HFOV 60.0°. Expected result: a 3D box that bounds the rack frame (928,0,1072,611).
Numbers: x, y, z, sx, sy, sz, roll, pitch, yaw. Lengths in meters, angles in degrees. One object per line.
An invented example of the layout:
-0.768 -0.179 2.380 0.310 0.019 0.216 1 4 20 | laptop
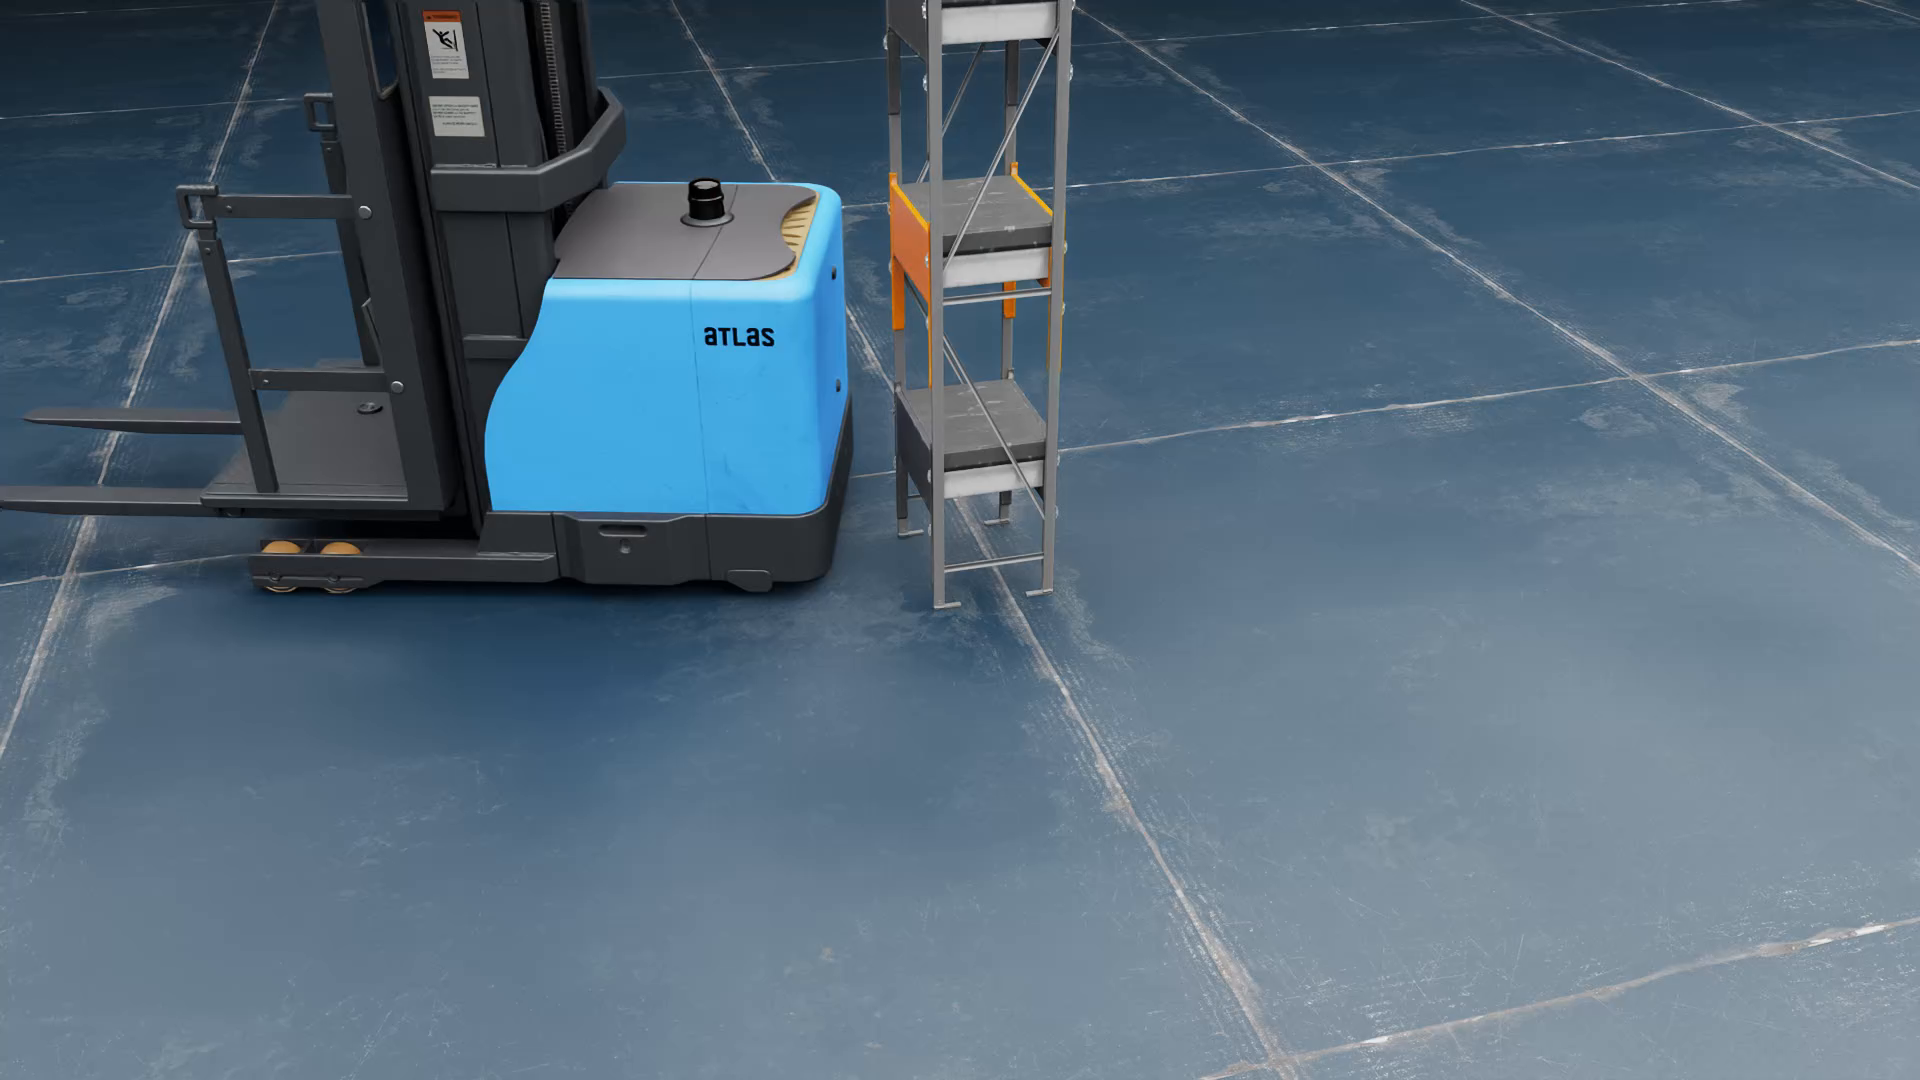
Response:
0.109 -0.711 4.882 0.400 2.100 0.015 -8 31 -13 | rack frame

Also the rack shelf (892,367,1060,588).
0.044 -0.211 5.443 0.431 0.518 0.480 -8 31 -13 | rack shelf

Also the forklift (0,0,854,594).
-1.924 -1.357 5.168 3.031 2.935 1.130 1 30 2 | forklift

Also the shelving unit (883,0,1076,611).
0.044 -0.829 5.086 0.431 2.100 0.503 -8 31 -13 | shelving unit

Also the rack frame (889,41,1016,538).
-0.021 -0.947 5.289 0.400 2.100 0.015 -8 31 -13 | rack frame

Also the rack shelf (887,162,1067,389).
0.044 -0.817 5.093 0.431 0.518 0.480 -8 31 -13 | rack shelf

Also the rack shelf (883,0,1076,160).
0.044 -1.423 4.742 0.431 0.518 0.480 -8 31 -13 | rack shelf
